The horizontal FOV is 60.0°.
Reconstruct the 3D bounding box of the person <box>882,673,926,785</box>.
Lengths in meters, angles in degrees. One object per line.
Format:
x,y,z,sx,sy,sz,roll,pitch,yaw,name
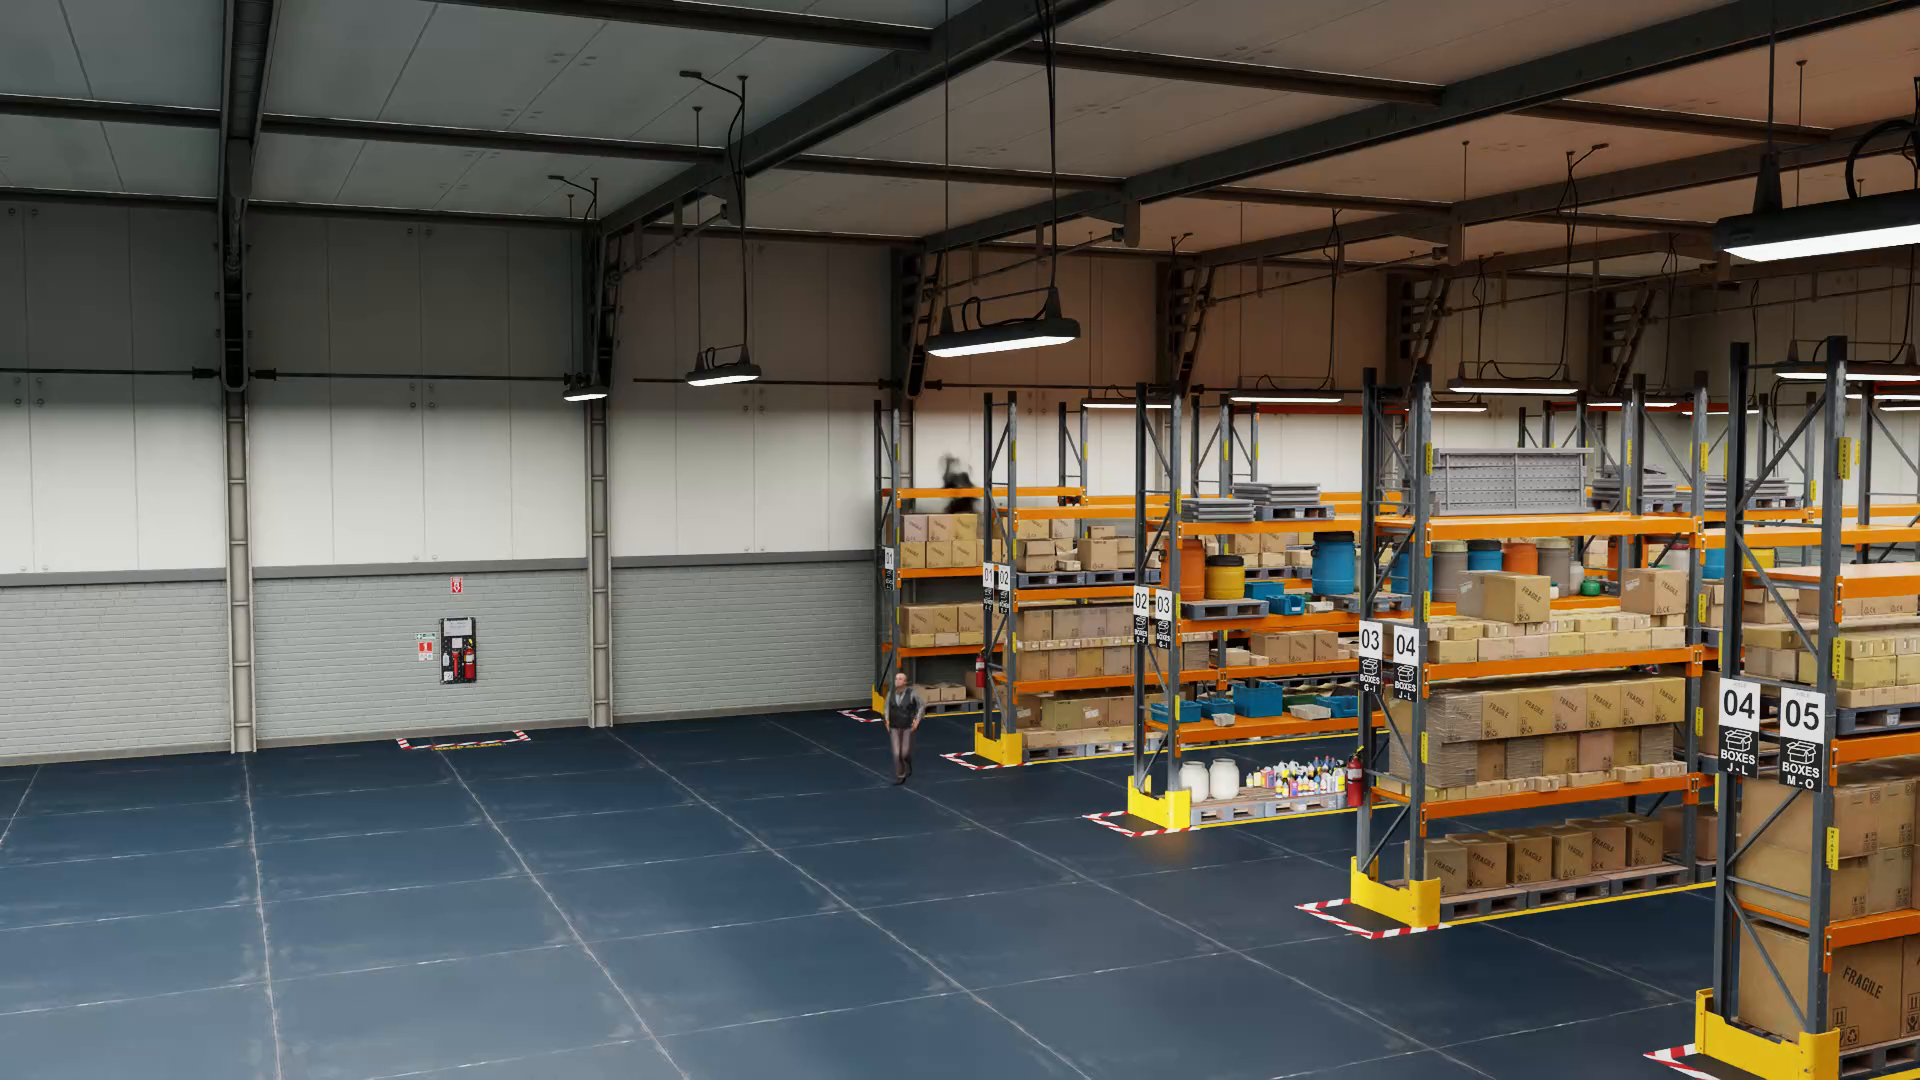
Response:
-0.870,2.863,25.222,0.665,1.685,0.534,1,3,14,person
